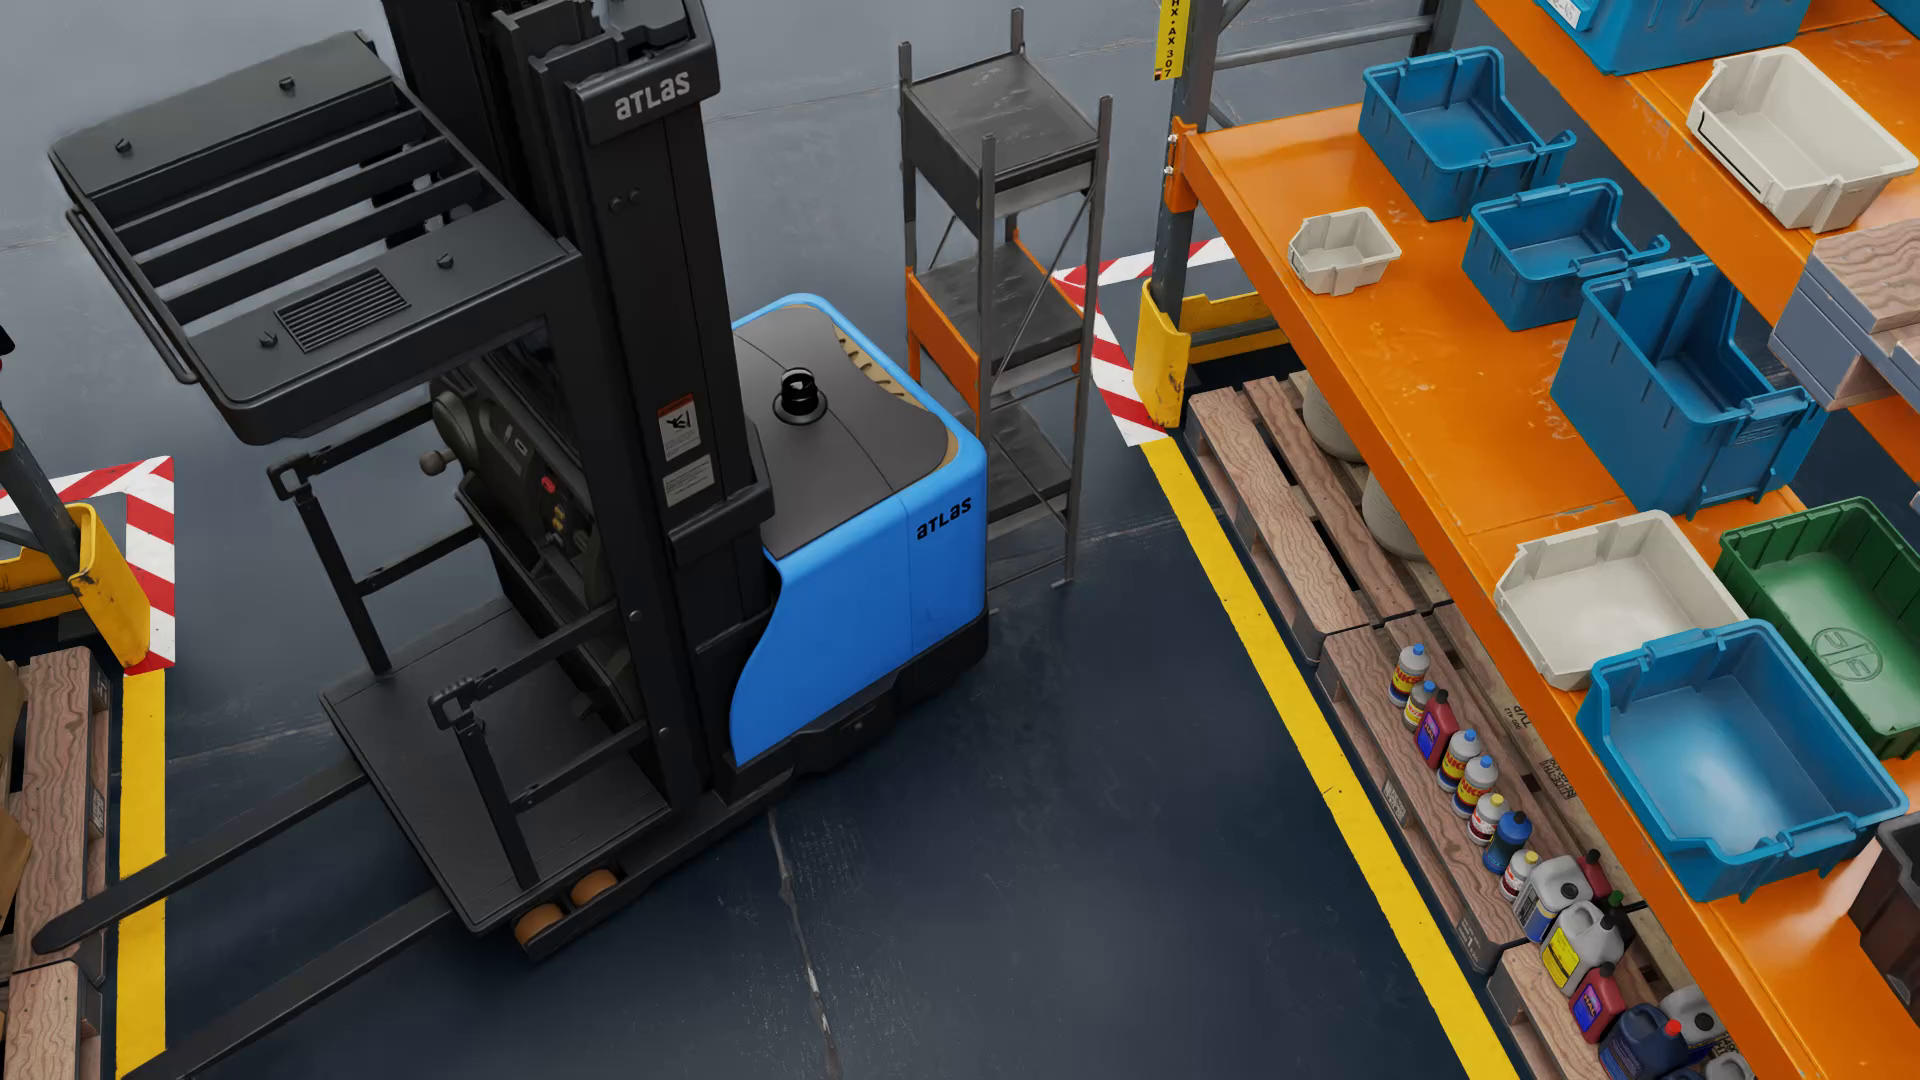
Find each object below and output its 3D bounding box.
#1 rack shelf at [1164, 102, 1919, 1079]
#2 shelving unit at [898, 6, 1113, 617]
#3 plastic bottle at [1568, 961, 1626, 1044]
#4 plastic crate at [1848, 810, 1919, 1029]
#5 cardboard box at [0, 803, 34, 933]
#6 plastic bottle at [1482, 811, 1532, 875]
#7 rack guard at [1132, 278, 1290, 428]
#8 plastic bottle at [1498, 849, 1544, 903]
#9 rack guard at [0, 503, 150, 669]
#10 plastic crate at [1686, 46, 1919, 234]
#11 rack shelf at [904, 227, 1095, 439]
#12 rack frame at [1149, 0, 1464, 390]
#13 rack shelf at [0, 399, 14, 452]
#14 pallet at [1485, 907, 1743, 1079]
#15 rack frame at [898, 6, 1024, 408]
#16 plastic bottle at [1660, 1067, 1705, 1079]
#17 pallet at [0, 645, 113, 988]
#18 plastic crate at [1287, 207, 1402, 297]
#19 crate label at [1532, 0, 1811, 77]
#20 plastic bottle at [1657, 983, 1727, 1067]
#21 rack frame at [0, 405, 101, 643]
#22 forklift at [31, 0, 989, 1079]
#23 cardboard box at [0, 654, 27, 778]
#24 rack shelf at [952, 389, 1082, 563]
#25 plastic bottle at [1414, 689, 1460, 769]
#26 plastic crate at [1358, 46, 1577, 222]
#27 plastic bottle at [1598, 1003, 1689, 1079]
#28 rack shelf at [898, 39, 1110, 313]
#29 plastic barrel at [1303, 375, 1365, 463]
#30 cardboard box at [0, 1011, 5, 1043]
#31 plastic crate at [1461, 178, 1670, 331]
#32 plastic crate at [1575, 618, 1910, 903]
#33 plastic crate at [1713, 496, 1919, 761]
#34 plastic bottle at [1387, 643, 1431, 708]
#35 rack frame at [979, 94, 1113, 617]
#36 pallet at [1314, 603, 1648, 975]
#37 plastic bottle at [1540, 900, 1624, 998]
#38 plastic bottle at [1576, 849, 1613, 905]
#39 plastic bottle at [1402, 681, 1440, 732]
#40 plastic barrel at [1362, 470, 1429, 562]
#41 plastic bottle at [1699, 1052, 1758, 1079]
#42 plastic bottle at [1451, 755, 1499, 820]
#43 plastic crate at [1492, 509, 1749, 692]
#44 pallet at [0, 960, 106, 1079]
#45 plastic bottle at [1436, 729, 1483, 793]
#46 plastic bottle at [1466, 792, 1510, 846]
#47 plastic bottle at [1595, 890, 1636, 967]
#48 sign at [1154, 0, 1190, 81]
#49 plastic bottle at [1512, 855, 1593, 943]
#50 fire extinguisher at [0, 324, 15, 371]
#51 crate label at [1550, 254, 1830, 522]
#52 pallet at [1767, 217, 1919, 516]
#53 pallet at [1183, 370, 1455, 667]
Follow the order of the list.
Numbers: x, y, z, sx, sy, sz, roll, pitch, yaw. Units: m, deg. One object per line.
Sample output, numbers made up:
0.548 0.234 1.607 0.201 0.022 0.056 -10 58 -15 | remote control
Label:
1.822 -0.009 4.767 1.077 0.370 4.000 -13 51 -11 | rack shelf
0.121 -0.624 5.403 0.431 2.100 0.503 -23 53 -18 | shelving unit
1.803 1.298 4.683 0.061 0.283 0.133 -10 51 -9 | plastic bottle
2.380 0.828 3.630 0.767 0.338 0.504 -13 51 -11 | plastic crate
-3.123 0.977 4.825 0.500 0.500 0.500 -2 50 -1 | cardboard box
1.660 0.902 5.025 0.097 0.271 0.097 0 50 0 | plastic bottle
1.298 -0.851 6.641 1.175 0.500 0.348 -13 51 -11 | rack guard
1.690 0.999 4.989 0.097 0.201 0.097 0 50 0 | plastic bottle
-3.479 0.279 5.688 1.175 0.500 0.348 -13 51 -11 | rack guard
1.552 -0.743 3.125 0.243 0.136 0.396 -13 51 -11 | plastic crate
0.121 -0.616 5.413 0.431 0.518 0.480 -23 53 -18 | rack shelf
1.230 -1.702 5.723 1.000 3.000 0.127 -13 51 -11 | rack frame
-2.910 1.110 3.822 1.077 0.370 4.000 -13 51 -11 | rack shelf
2.255 1.618 4.748 1.003 0.211 1.213 -13 51 -11 | pallet
0.005 -0.788 5.541 0.400 2.100 0.015 -23 53 -18 | rack frame
1.948 1.526 4.446 0.144 0.351 0.185 -15 51 -12 | plastic bottle
-3.272 0.974 5.291 1.003 0.211 1.213 -13 51 -11 | pallet
1.188 -0.891 5.211 0.298 0.136 0.250 -13 51 -11 | plastic crate
1.468 -1.179 3.417 0.502 0.251 0.408 -13 51 -11 | crate label
2.025 1.358 4.637 0.152 0.276 0.135 -13 51 -11 | plastic bottle
-3.501 -0.582 4.779 1.000 3.000 0.127 -13 51 -11 | rack frame
-1.373 -0.121 4.435 3.031 2.935 1.130 -31 56 -23 | forklift
-3.332 0.548 5.186 0.500 0.500 0.500 -5 50 -4 | cardboard box
0.121 -0.164 5.949 0.431 0.518 0.480 -23 53 -18 | rack shelf
1.518 0.596 5.275 0.061 0.283 0.133 -13 51 -10 | plastic bottle
1.664 -1.356 5.529 0.499 0.251 0.616 -13 51 -11 | plastic crate
1.891 1.386 4.564 0.144 0.351 0.185 -16 52 -13 | plastic bottle
0.121 -1.067 4.878 0.431 0.518 0.480 -23 53 -18 | rack shelf
1.498 -0.572 6.123 0.421 0.512 0.421 0 50 0 | plastic barrel
-2.956 1.438 4.436 0.500 0.500 0.500 -9 50 -8 | cardboard box
1.851 -0.881 5.128 0.499 0.251 0.408 -13 51 -11 | plastic crate
1.827 0.520 3.947 0.499 0.251 0.616 -13 51 -11 | plastic crate
2.282 0.232 4.231 0.450 0.188 0.662 -13 51 -11 | plastic crate
1.469 0.430 5.422 0.097 0.271 0.097 0 50 0 | plastic bottle
0.238 -0.460 5.265 0.400 2.100 0.015 -23 53 -18 | rack frame
1.890 0.726 5.500 1.003 0.211 1.213 -13 51 -11 | pallet
1.795 1.150 4.763 0.144 0.351 0.185 -14 51 -11 | plastic bottle
1.853 1.028 4.910 0.061 0.283 0.133 -13 51 -11 | plastic bottle
1.500 0.528 5.385 0.097 0.201 0.097 0 50 0 | plastic bottle
1.646 -0.206 5.814 0.421 0.512 0.421 0 50 0 | plastic barrel
2.085 1.494 4.474 0.144 0.351 0.185 -13 51 -11 | plastic bottle
1.600 0.754 5.149 0.097 0.271 0.097 0 50 0 | plastic bottle
1.691 0.176 4.312 0.530 0.136 0.437 -13 51 -11 | plastic crate
-2.915 1.863 4.541 1.003 0.211 1.213 -13 51 -11 | pallet
1.570 0.681 5.211 0.097 0.271 0.097 0 50 0 | plastic bottle
1.629 0.849 5.115 0.097 0.201 0.097 0 50 0 | plastic bottle
1.886 1.130 4.824 0.061 0.283 0.133 -13 51 -11 | plastic bottle
0.704 -1.670 5.515 0.100 0.325 0.005 -13 51 -11 | sign
1.751 1.055 4.893 0.152 0.276 0.135 -12 51 -10 | plastic bottle
-3.095 -0.745 4.967 0.296 0.674 0.183 -13 51 -11 | fire extinguisher
2.033 -0.430 4.628 0.502 0.435 0.616 -13 51 -11 | crate label
2.107 -0.191 2.611 1.213 0.211 1.003 -13 51 -11 | pallet
1.533 -0.164 6.250 1.003 0.211 1.213 -13 51 -11 | pallet
